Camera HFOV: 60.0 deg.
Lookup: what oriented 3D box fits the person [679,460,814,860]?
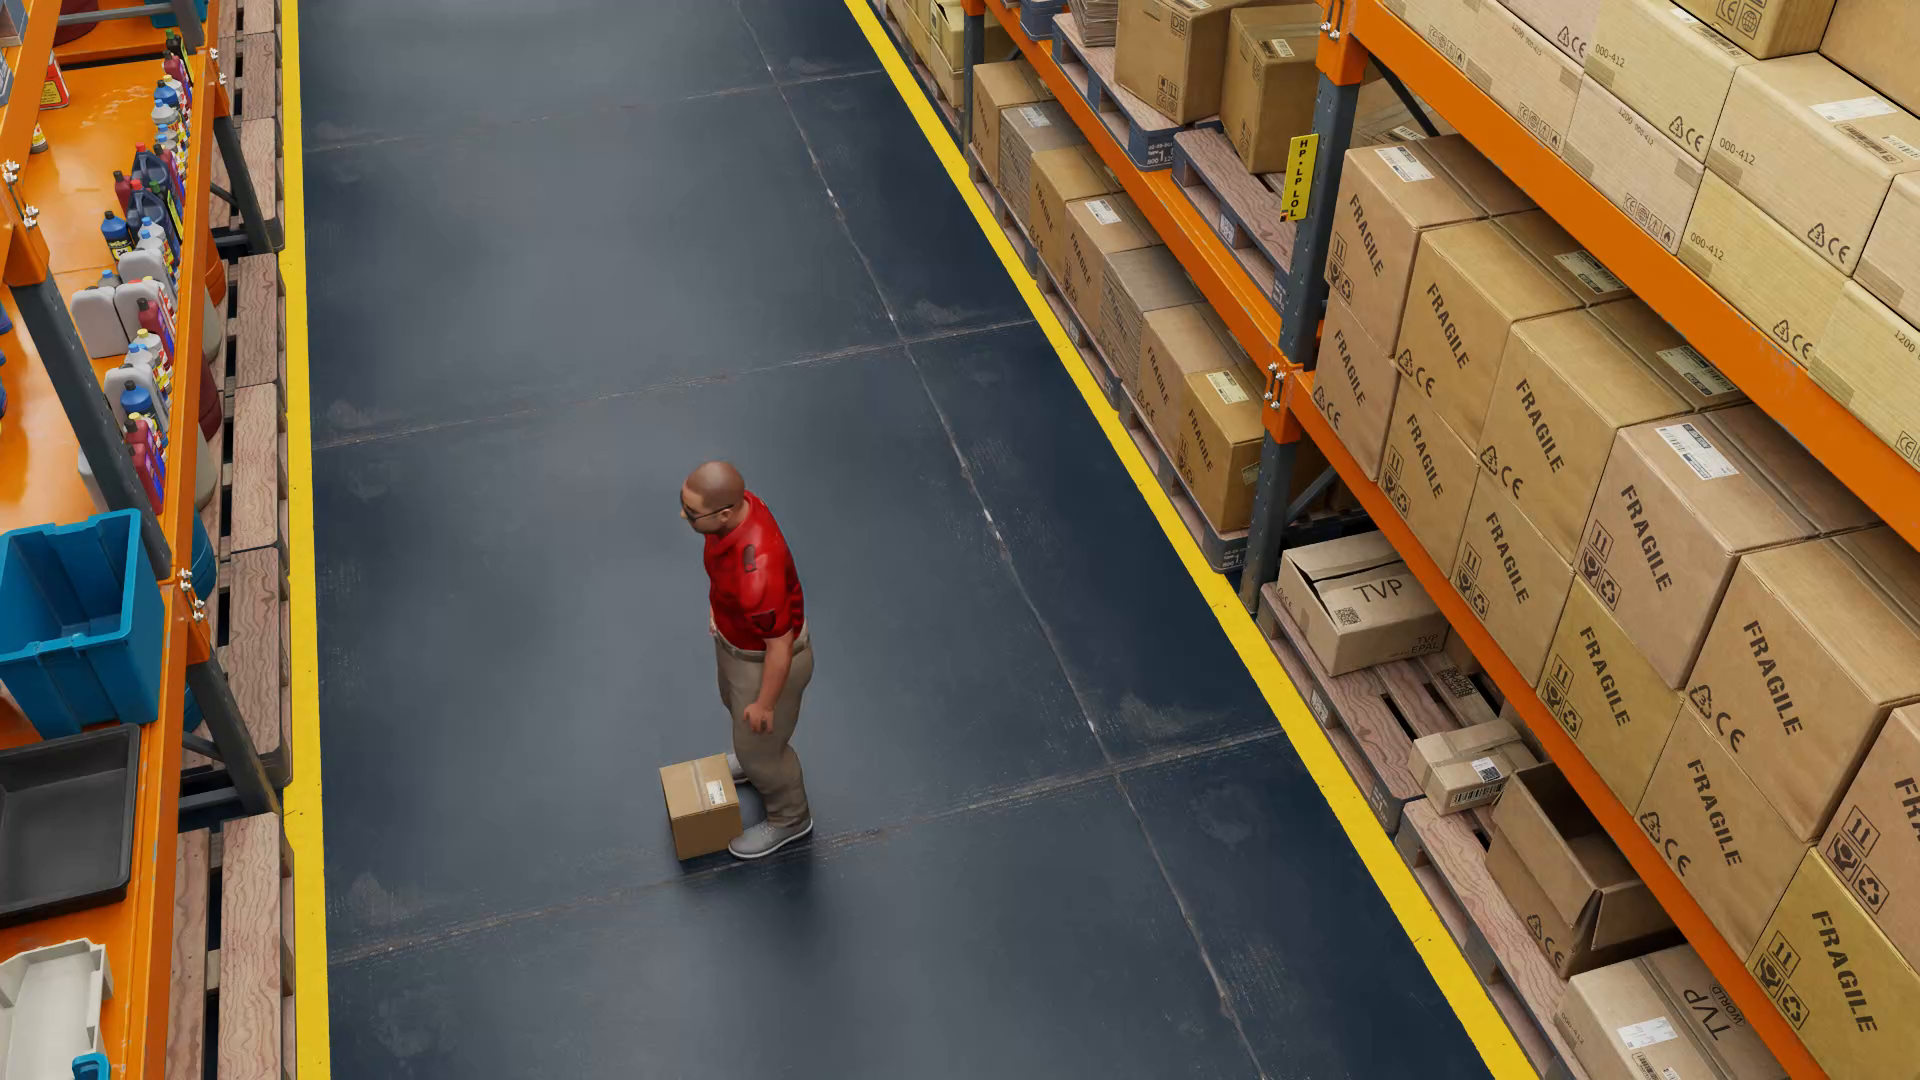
[{"bbox_3d":[-0.718,0.389,5.737,0.390,1.727,0.599,-13,44,-14],"label":"person"}]
